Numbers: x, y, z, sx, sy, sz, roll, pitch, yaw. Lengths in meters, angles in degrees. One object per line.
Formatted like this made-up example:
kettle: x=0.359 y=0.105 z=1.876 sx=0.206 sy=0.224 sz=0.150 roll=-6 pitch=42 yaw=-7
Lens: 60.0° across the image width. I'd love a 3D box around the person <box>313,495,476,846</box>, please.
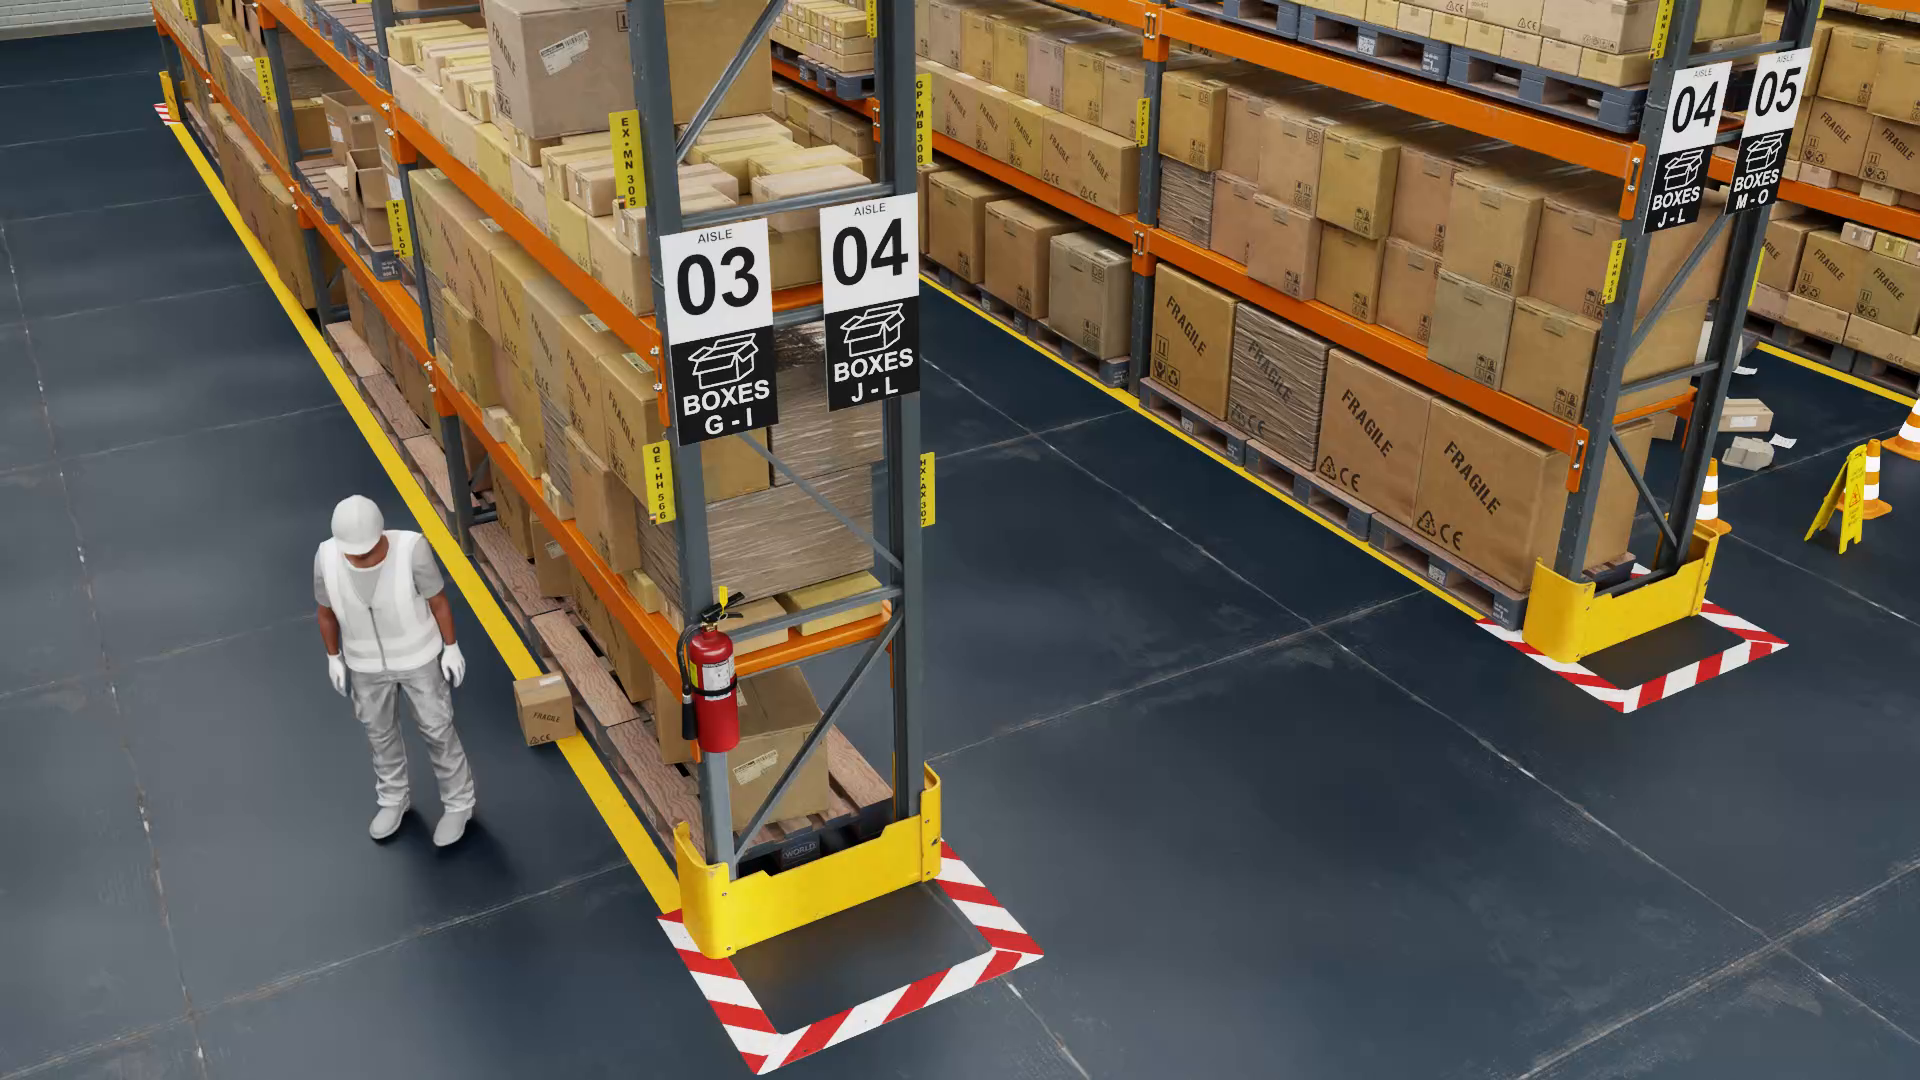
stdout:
person: x=-2.555 y=0.566 z=7.480 sx=0.605 sy=1.771 sz=0.446 roll=-2 pitch=29 yaw=-4
